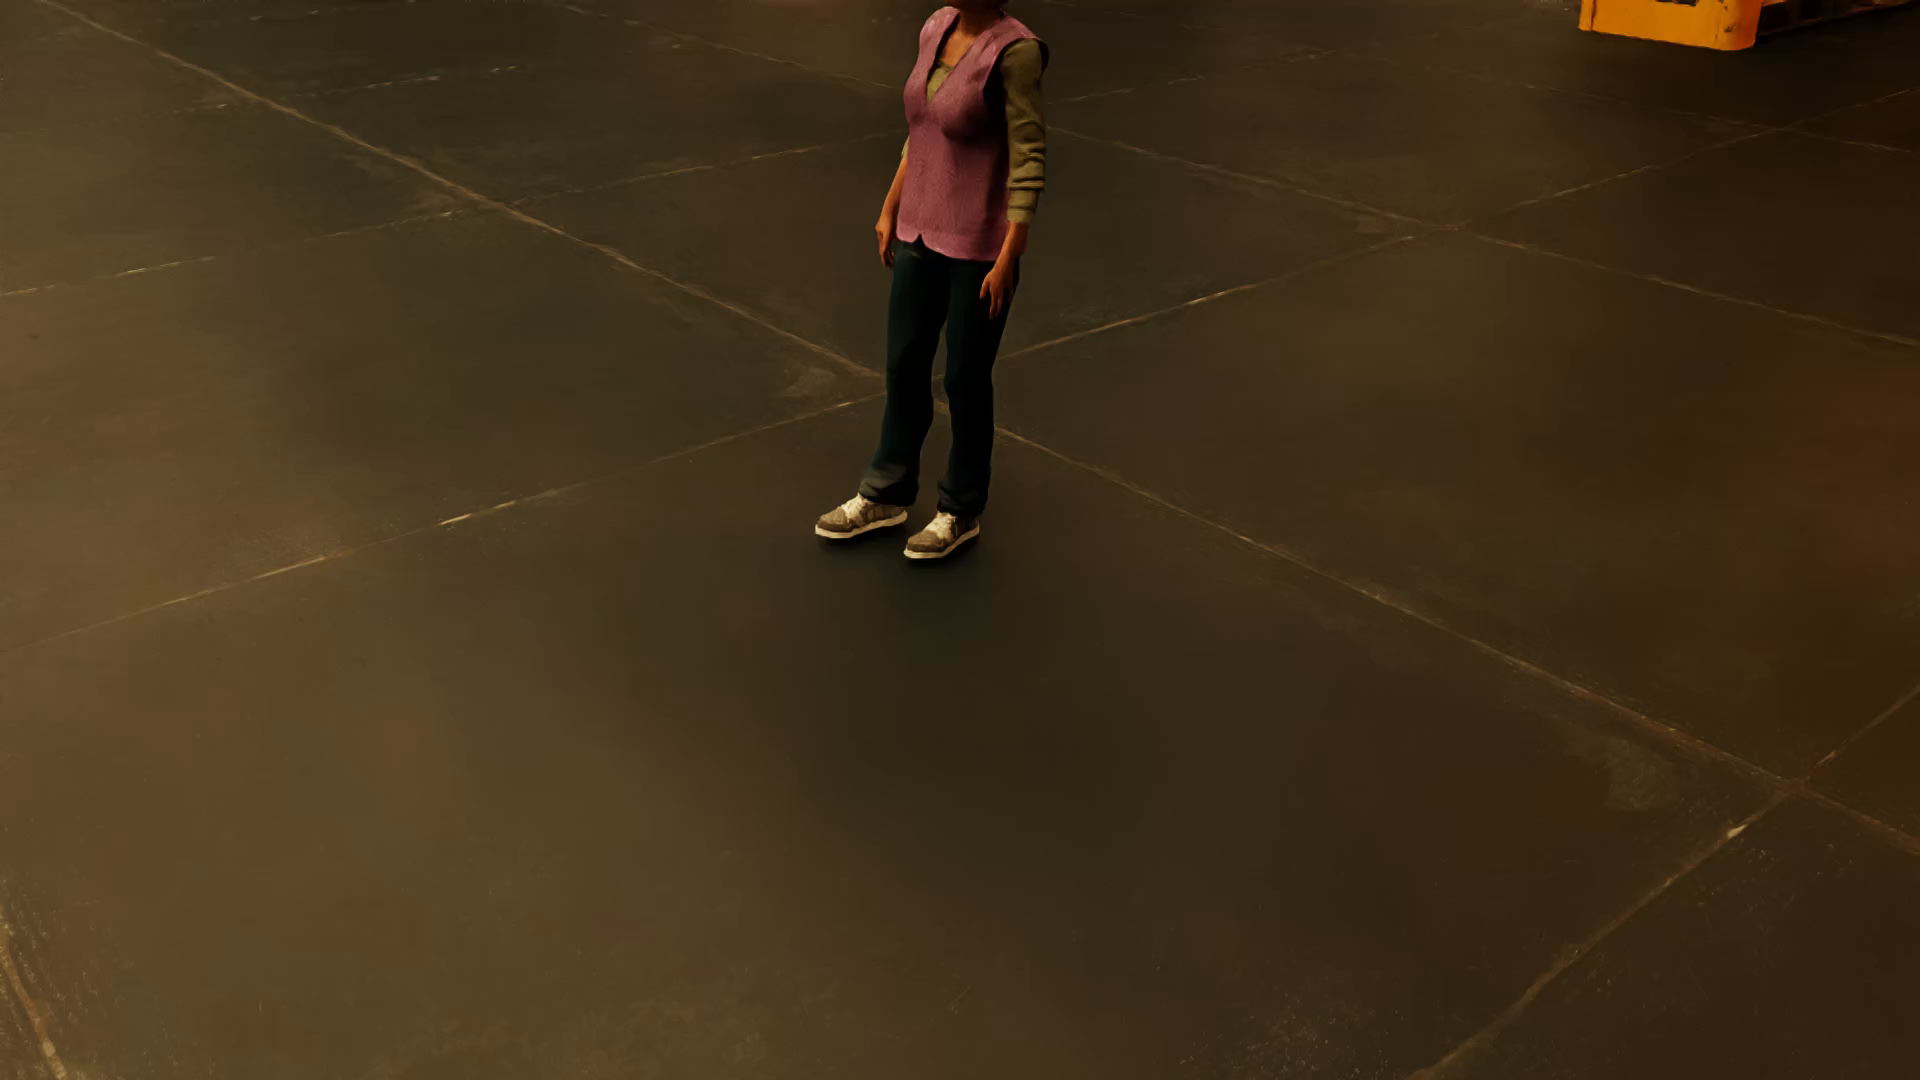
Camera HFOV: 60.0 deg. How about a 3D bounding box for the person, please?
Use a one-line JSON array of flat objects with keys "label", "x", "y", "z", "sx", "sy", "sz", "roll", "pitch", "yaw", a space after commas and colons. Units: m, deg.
[{"label": "person", "x": -0.066, "y": -0.705, "z": 4.110, "sx": 0.474, "sy": 1.597, "sz": 0.520, "roll": -20, "pitch": 33, "yaw": -35}]
